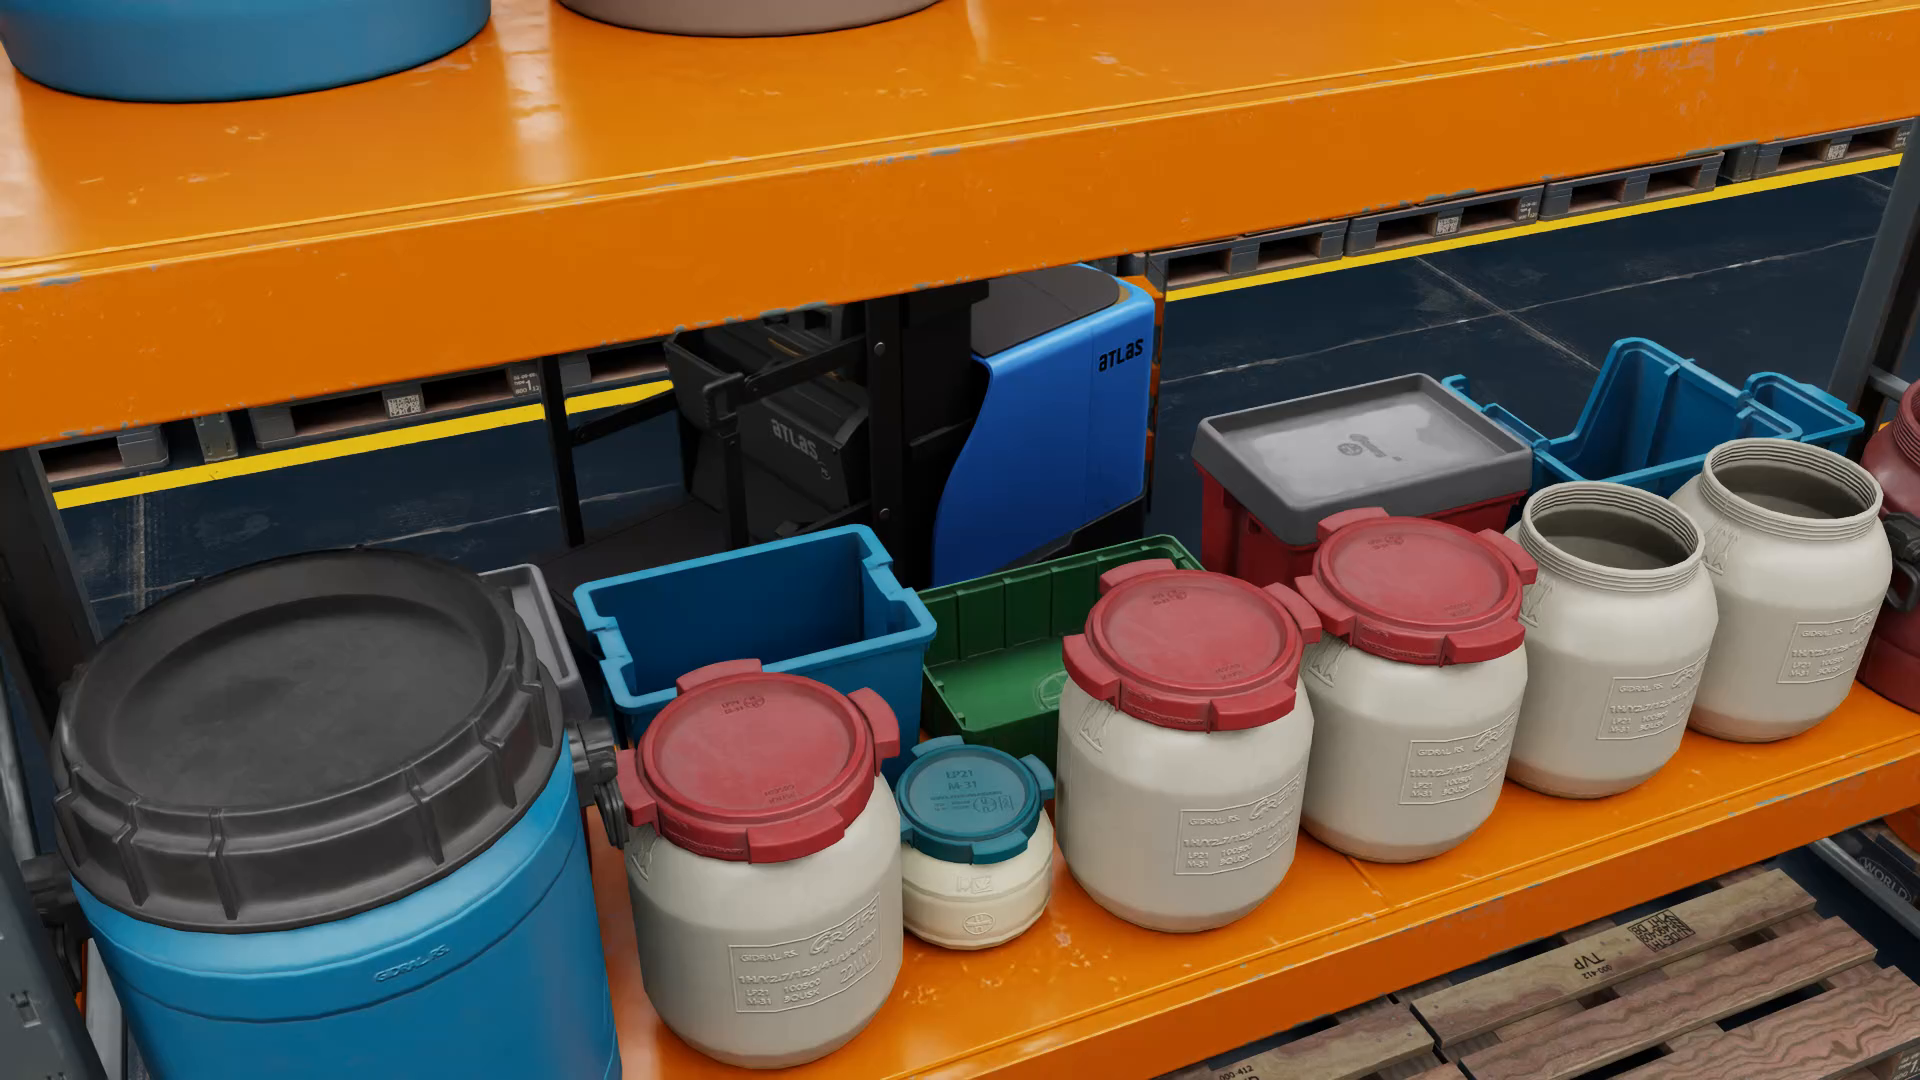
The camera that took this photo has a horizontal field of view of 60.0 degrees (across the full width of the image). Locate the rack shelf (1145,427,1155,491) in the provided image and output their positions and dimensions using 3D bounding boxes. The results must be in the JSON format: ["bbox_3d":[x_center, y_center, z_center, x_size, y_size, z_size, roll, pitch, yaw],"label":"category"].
[{"bbox_3d":[0.586,-0.334,6.329,0.240,0.259,0.215,-9,34,-13],"label":"rack shelf"}]

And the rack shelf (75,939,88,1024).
[{"bbox_3d":[-3.112,1.390,2.024,4.000,0.370,1.077,-13,35,-19],"label":"rack shelf"}]

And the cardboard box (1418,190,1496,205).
[{"bbox_3d":[2.461,-2.089,8.599,0.500,0.500,0.500,-14,36,-21],"label":"cardboard box"}]

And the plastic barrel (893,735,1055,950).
[{"bbox_3d":[0.012,0.522,2.825,0.301,0.262,0.301,0,33,0],"label":"plastic barrel"}]

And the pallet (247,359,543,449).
[{"bbox_3d":[-2.518,-0.832,7.335,1.213,0.211,1.003,-13,35,-19],"label":"pallet"}]

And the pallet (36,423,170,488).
[{"bbox_3d":[-3.931,-0.510,6.840,1.213,0.211,1.003,-13,35,-19],"label":"pallet"}]

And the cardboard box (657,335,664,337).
[{"bbox_3d":[-1.296,-1.135,7.380,0.500,0.250,0.500,-12,35,-18],"label":"cardboard box"}]

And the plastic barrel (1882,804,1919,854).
[{"bbox_3d":[2.865,0.443,4.423,0.708,0.830,0.600,-13,35,-19],"label":"plastic barrel"}]

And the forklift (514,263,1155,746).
[{"bbox_3d":[-0.763,-0.811,4.809,3.031,2.935,1.130,-26,41,-34],"label":"forklift"}]

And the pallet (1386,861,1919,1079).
[{"bbox_3d":[1.691,1.134,4.313,1.213,0.211,1.003,-13,35,-19],"label":"pallet"}]

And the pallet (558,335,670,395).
[{"bbox_3d":[-1.391,-1.092,7.734,1.213,0.211,1.003,-13,35,-19],"label":"pallet"}]

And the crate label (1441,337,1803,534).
[{"bbox_3d":[1.400,-0.120,3.651,0.616,0.435,0.502,-13,35,-19],"label":"crate label"}]

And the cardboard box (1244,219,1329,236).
[{"bbox_3d":[1.517,-1.873,8.266,0.500,0.500,0.500,-14,36,-21],"label":"cardboard box"}]

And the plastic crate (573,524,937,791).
[{"bbox_3d":[-0.371,0.283,3.079,0.575,0.384,0.392,-13,35,-19],"label":"plastic crate"}]

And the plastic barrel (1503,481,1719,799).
[{"bbox_3d":[1.166,0.188,3.108,0.421,0.512,0.421,0,33,0],"label":"plastic barrel"}]

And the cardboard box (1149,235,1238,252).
[{"bbox_3d":[1.037,-1.759,8.092,0.500,0.500,0.500,-11,35,-17],"label":"cardboard box"}]

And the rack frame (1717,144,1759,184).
[{"bbox_3d":[4.194,-3.515,8.902,0.127,3.000,1.000,-13,35,-19],"label":"rack frame"}]

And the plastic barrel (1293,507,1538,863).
[{"bbox_3d":[0.775,0.271,2.959,0.433,0.535,0.433,0,33,0],"label":"plastic barrel"}]

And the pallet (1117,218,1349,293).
[{"bbox_3d":[1.209,-1.640,8.577,1.213,0.211,1.003,-13,35,-19],"label":"pallet"}]

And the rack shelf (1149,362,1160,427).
[{"bbox_3d":[0.586,-0.567,6.178,0.240,0.259,0.215,-9,34,-13],"label":"rack shelf"}]

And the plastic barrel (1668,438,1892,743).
[{"bbox_3d":[1.555,0.099,3.245,0.421,0.512,0.421,0,33,0],"label":"plastic barrel"}]

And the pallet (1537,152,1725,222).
[{"bbox_3d":[3.459,-2.155,9.369,1.213,0.211,1.003,-13,35,-19],"label":"pallet"}]

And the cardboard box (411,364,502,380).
[{"bbox_3d":[-2.242,-0.917,7.045,0.500,0.250,0.500,-12,35,-18],"label":"cardboard box"}]

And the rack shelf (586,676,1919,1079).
[{"bbox_3d":[0.576,0.545,3.321,4.000,0.370,1.077,-13,35,-19],"label":"rack shelf"}]

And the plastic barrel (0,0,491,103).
[{"bbox_3d":[-0.883,-1.018,1.854,0.708,0.901,0.600,-13,35,-19],"label":"plastic barrel"}]

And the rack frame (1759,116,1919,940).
[{"bbox_3d":[2.420,-0.179,3.774,0.127,3.000,1.000,-13,35,-19],"label":"rack frame"}]

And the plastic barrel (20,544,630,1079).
[{"bbox_3d":[-0.794,0.526,2.231,0.708,0.901,0.600,-13,35,-19],"label":"plastic barrel"}]

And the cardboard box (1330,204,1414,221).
[{"bbox_3d":[1.982,-1.976,8.425,0.500,0.500,0.500,-13,35,-20],"label":"cardboard box"}]

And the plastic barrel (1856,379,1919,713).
[{"bbox_3d":[2.110,0.015,3.352,0.708,0.536,0.600,-13,35,-19],"label":"plastic barrel"}]

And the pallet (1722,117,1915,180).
[{"bbox_3d":[4.828,-2.490,9.884,1.213,0.211,1.003,-13,35,-19],"label":"pallet"}]

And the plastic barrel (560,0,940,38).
[{"bbox_3d":[-0.280,-1.156,2.066,0.600,0.901,0.600,0,33,0],"label":"plastic barrel"}]

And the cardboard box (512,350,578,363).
[{"bbox_3d":[-1.766,-1.028,7.215,0.500,0.250,0.500,-14,36,-20],"label":"cardboard box"}]

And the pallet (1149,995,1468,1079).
[{"bbox_3d":[0.568,1.390,3.921,1.213,0.211,1.003,-13,35,-19],"label":"pallet"}]

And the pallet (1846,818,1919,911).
[{"bbox_3d":[3.131,0.803,4.823,1.213,0.211,1.003,-13,35,-19],"label":"pallet"}]

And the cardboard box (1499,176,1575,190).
[{"bbox_3d":[2.929,-2.197,8.765,0.500,0.500,0.500,-12,35,-18],"label":"cardboard box"}]

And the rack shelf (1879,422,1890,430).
[{"bbox_3d":[4.264,-0.299,4.619,4.000,0.370,1.077,-13,35,-19],"label":"rack shelf"}]

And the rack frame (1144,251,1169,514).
[{"bbox_3d":[0.703,-0.594,6.199,0.008,1.050,0.200,-9,34,-13],"label":"rack frame"}]

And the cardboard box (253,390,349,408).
[{"bbox_3d":[-2.714,-0.810,6.880,0.500,0.250,0.500,-14,35,-20],"label":"cardboard box"}]

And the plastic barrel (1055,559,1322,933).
[{"bbox_3d":[0.376,0.362,2.818,0.433,0.535,0.433,0,33,0],"label":"plastic barrel"}]

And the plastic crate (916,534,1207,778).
[{"bbox_3d":[0.229,0.245,3.317,0.662,0.188,0.450,-13,35,-19],"label":"plastic crate"}]

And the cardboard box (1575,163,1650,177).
[{"bbox_3d":[3.391,-2.303,8.928,0.500,0.500,0.500,-13,35,-19],"label":"cardboard box"}]

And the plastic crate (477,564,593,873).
[{"bbox_3d":[-0.940,0.383,2.852,0.583,0.464,0.402,-13,35,-19],"label":"plastic crate"}]

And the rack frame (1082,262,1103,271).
[{"bbox_3d":[0.468,-0.559,6.145,0.008,1.050,0.200,-9,34,-13],"label":"rack frame"}]

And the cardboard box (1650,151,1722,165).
[{"bbox_3d":[3.850,-2.403,9.082,0.500,0.500,0.500,-13,35,-19],"label":"cardboard box"}]

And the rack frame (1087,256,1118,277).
[{"bbox_3d":[0.506,-2.670,7.604,0.127,3.000,1.000,-13,35,-19],"label":"rack frame"}]

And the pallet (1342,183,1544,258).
[{"bbox_3d":[2.332,-1.896,8.970,1.213,0.211,1.003,-13,35,-19],"label":"pallet"}]

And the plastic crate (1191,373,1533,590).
[{"bbox_3d":[0.812,-0.018,3.469,0.583,0.464,0.402,-13,35,-19],"label":"plastic crate"}]

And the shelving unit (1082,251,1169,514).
[{"bbox_3d":[0.586,-0.576,6.172,0.252,1.050,0.215,-9,34,-13],"label":"shelving unit"}]

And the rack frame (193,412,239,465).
[{"bbox_3d":[-3.182,-1.826,6.306,0.127,3.000,1.000,-13,35,-19],"label":"rack frame"}]

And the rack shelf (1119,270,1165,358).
[{"bbox_3d":[0.585,-0.806,6.023,0.240,0.259,0.215,-9,34,-13],"label":"rack shelf"}]

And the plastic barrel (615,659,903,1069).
[{"bbox_3d":[-0.301,0.517,2.580,0.433,0.535,0.433,0,33,0],"label":"plastic barrel"}]

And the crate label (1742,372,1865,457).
[{"bbox_3d":[1.887,-0.208,3.973,0.416,0.233,0.303,-13,35,-19],"label":"crate label"}]
